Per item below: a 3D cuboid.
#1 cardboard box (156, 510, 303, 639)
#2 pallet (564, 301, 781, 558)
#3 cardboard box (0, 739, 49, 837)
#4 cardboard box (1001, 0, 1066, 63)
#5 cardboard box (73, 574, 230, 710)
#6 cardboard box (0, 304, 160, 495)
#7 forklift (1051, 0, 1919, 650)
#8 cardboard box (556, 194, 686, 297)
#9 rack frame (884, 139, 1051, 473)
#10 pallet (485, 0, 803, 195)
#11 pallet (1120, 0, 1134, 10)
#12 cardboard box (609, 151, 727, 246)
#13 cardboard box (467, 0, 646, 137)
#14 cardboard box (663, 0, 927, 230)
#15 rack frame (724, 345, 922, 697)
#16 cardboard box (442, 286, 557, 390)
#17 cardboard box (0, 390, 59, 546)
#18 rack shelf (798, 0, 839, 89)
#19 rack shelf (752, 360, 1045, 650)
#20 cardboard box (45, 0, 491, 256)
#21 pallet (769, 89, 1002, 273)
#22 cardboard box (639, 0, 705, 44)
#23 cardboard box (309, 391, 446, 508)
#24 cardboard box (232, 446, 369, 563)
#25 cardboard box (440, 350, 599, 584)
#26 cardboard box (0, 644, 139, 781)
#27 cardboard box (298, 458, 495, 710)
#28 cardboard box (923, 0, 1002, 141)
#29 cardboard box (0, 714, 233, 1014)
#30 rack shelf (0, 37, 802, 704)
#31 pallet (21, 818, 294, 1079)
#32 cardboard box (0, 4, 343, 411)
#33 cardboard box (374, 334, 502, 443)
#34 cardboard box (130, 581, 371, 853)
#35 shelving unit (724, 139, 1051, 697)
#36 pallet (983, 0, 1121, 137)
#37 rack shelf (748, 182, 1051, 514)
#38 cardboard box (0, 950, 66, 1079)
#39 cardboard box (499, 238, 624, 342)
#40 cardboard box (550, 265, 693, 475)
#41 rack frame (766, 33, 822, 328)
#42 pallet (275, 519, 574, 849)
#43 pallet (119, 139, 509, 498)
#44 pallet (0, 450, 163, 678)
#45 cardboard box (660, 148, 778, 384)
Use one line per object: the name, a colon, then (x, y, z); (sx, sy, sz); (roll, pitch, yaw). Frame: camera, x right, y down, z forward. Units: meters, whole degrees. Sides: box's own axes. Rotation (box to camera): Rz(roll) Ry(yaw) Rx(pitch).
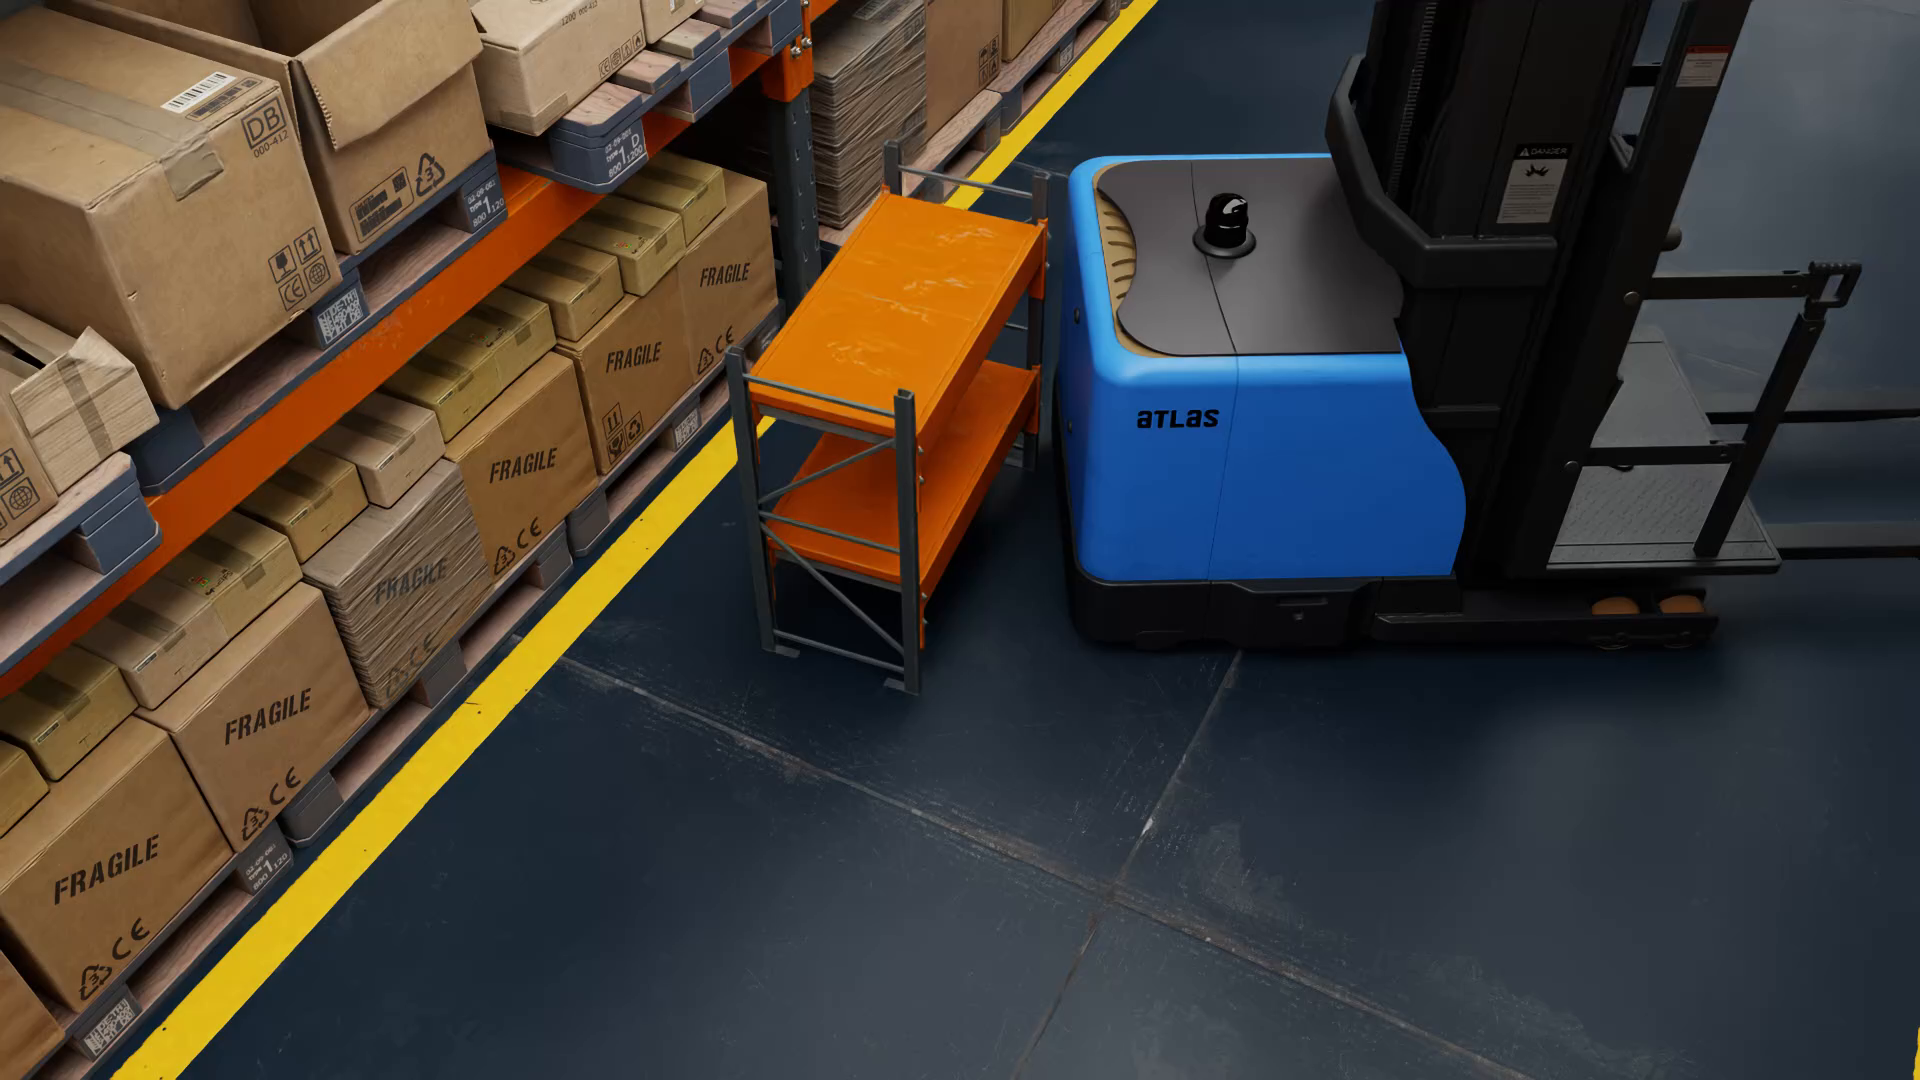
cardboard box: (-1.864, 0.051, 4.096); (0.380, 0.149, 0.250); (22, 49, 20)
pallet: (-1.340, -0.552, 5.647); (1.003, 0.211, 1.213); (20, 49, 19)
cardboard box: (-2.245, 0.529, 3.624); (0.380, 0.149, 0.250); (18, 48, 17)
cardboard box: (-0.049, -2.530, 7.016); (0.875, 0.625, 0.625); (19, 48, 17)
cardboard box: (-1.981, 0.207, 3.943); (0.380, 0.149, 0.250); (20, 49, 19)
cardboard box: (-1.832, -0.319, 3.256); (0.396, 0.266, 0.258); (23, 50, 21)
forklift: (1.829, -1.084, 4.261); (3.031, 2.935, 1.130); (-1, 45, -1)
cardboard box: (-1.064, -0.910, 5.047); (0.380, 0.149, 0.250); (18, 48, 17)
rack frame: (0.018, -0.692, 5.143); (0.500, 1.125, 0.032); (15, 47, 15)
pallet: (-1.212, -1.473, 4.731); (1.213, 0.211, 1.003); (20, 49, 19)
pallet: (0.590, -3.053, 8.119); (1.003, 0.211, 1.213); (20, 49, 19)
cardboard box: (-0.965, -1.092, 5.227); (0.380, 0.149, 0.250); (18, 48, 17)
cardboard box: (-1.163, -1.314, 4.249); (0.500, 0.250, 0.500); (18, 48, 17)
cardboard box: (-0.658, -1.691, 6.187); (0.875, 0.625, 0.625); (22, 49, 20)
rack frame: (-0.348, -0.017, 4.476); (0.500, 1.125, 0.032); (15, 47, 15)
cardboard box: (-1.388, -0.608, 4.748); (0.380, 0.149, 0.250); (22, 49, 20)
cardboard box: (-2.153, -0.210, 2.983); (0.700, 0.500, 0.500); (21, 49, 19)
rack shelf: (-0.031, -2.997, 6.609); (1.077, 0.370, 4.000); (20, 49, 19)
rack shelf: (-0.165, -0.182, 4.983); (0.538, 0.278, 1.000); (15, 47, 15)
cardboard box: (-1.554, -1.085, 3.845); (0.797, 0.503, 0.637); (19, 48, 18)
pallet: (-0.543, -1.516, 6.600); (1.003, 0.211, 1.213); (20, 49, 19)
cardboard box: (-0.925, -1.509, 4.514); (0.380, 0.149, 0.250); (21, 49, 20)
cardboard box: (-1.605, -0.266, 4.410); (0.380, 0.149, 0.250); (18, 48, 17)
cardboard box: (-1.764, -0.128, 4.274); (0.380, 0.149, 0.250); (21, 49, 19)
cardboard box: (-1.448, -0.279, 4.879); (0.500, 0.500, 0.500); (22, 49, 21)
cardboard box: (-2.130, 0.352, 3.799); (0.380, 0.149, 0.250); (20, 49, 18)
cardboard box: (-1.672, 0.054, 4.550); (0.500, 0.500, 0.500); (19, 48, 18)
cardboard box: (-0.362, -2.106, 6.596); (0.875, 0.625, 0.625); (22, 49, 20)
cardboard box: (-2.154, 0.692, 3.920); (0.500, 0.500, 0.500); (20, 49, 19)
rack shelf: (-1.888, -0.477, 4.119); (1.077, 0.370, 4.000); (20, 49, 19)
pallet: (-2.472, 0.985, 4.128); (1.003, 0.211, 1.213); (20, 49, 19)
cardboard box: (-1.789, -0.705, 3.472); (0.700, 0.500, 0.500); (20, 49, 19)
cardboard box: (-1.503, -0.450, 4.592); (0.380, 0.149, 0.250); (20, 49, 18)
cardboard box: (-1.919, 0.379, 4.229); (0.500, 0.500, 0.500); (19, 48, 18)
shelving unit: (-0.165, -0.354, 4.809); (0.538, 1.125, 1.048); (15, 47, 15)
pallet: (0.025, -2.281, 7.356); (1.003, 0.211, 1.213); (20, 49, 19)
rack shelf: (-0.165, -0.560, 4.601); (0.538, 0.278, 1.000); (15, 47, 15)
cardboard box: (-2.393, 1.030, 3.585); (0.500, 0.500, 0.500); (22, 49, 21)
cardboard box: (-1.225, -0.759, 4.897); (0.380, 0.149, 0.250); (19, 48, 18)
cardboard box: (-1.207, -0.610, 5.206); (0.500, 0.500, 0.500); (20, 49, 18)
rack frame: (-0.960, -1.990, 5.108); (1.000, 3.000, 0.127); (20, 49, 19)
pallet: (-1.907, 0.214, 4.891); (1.003, 0.211, 1.213); (20, 49, 19)
pallet: (-1.858, -0.696, 3.964); (1.003, 0.211, 1.213); (20, 49, 19)
pallet: (-2.349, 0.130, 3.148); (1.003, 0.211, 1.213); (20, 49, 19)
cardboard box: (-0.966, -0.922, 5.514); (0.500, 0.500, 0.500); (22, 49, 20)
